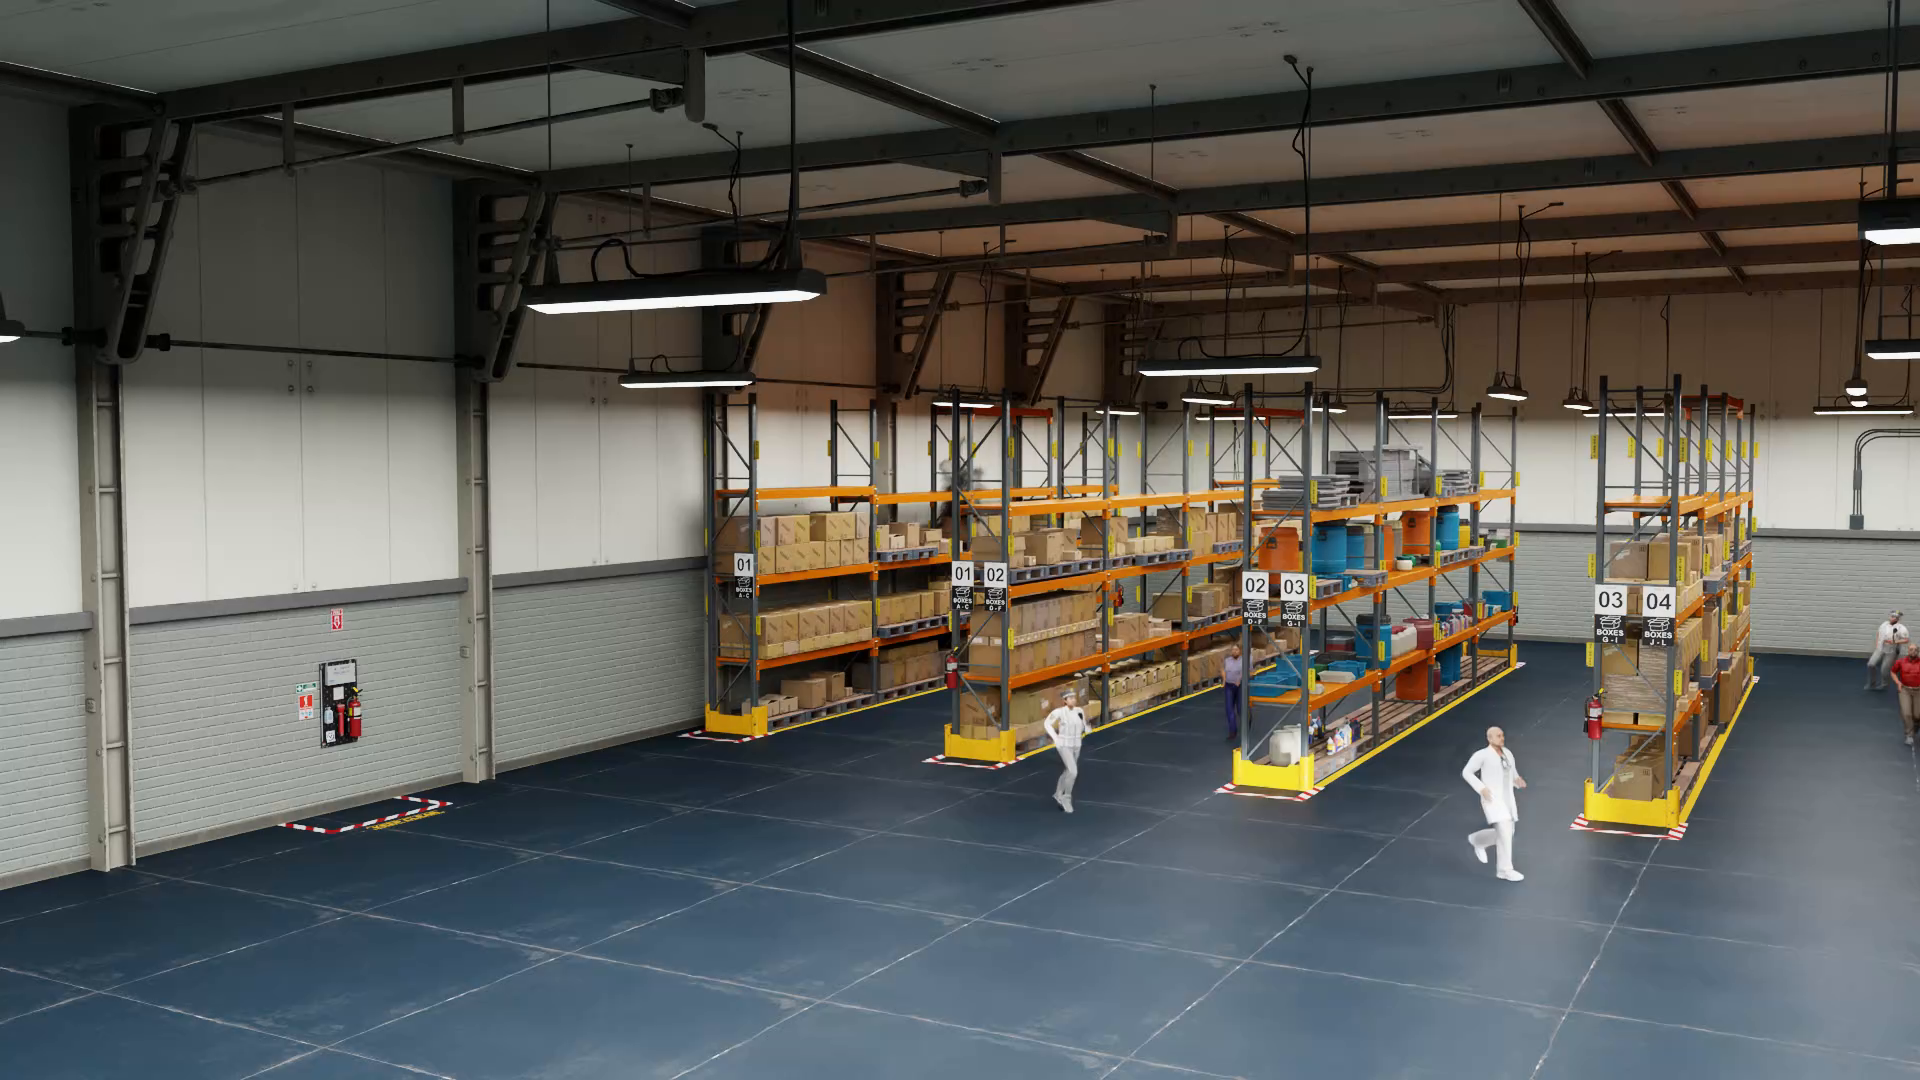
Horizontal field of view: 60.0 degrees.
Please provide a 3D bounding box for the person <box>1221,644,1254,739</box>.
[{"bbox_3d":[4.812,2.620,28.972,0.615,1.632,0.743,1,3,26],"label":"person"}]

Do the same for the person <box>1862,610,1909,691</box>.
[{"bbox_3d":[19.234,2.305,34.473,0.630,1.739,0.792,-2,4,-34],"label":"person"}]

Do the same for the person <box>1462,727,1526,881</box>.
[{"bbox_3d":[6.287,3.070,19.557,0.720,1.747,0.916,-2,4,-29],"label":"person"}]

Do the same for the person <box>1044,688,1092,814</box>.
[{"bbox_3d":[1.533,2.915,23.145,0.604,1.741,0.717,-2,4,-33],"label":"person"}]

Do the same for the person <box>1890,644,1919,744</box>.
[{"bbox_3d":[16.349,2.629,28.569,0.664,1.696,0.675,2,3,28],"label":"person"}]
